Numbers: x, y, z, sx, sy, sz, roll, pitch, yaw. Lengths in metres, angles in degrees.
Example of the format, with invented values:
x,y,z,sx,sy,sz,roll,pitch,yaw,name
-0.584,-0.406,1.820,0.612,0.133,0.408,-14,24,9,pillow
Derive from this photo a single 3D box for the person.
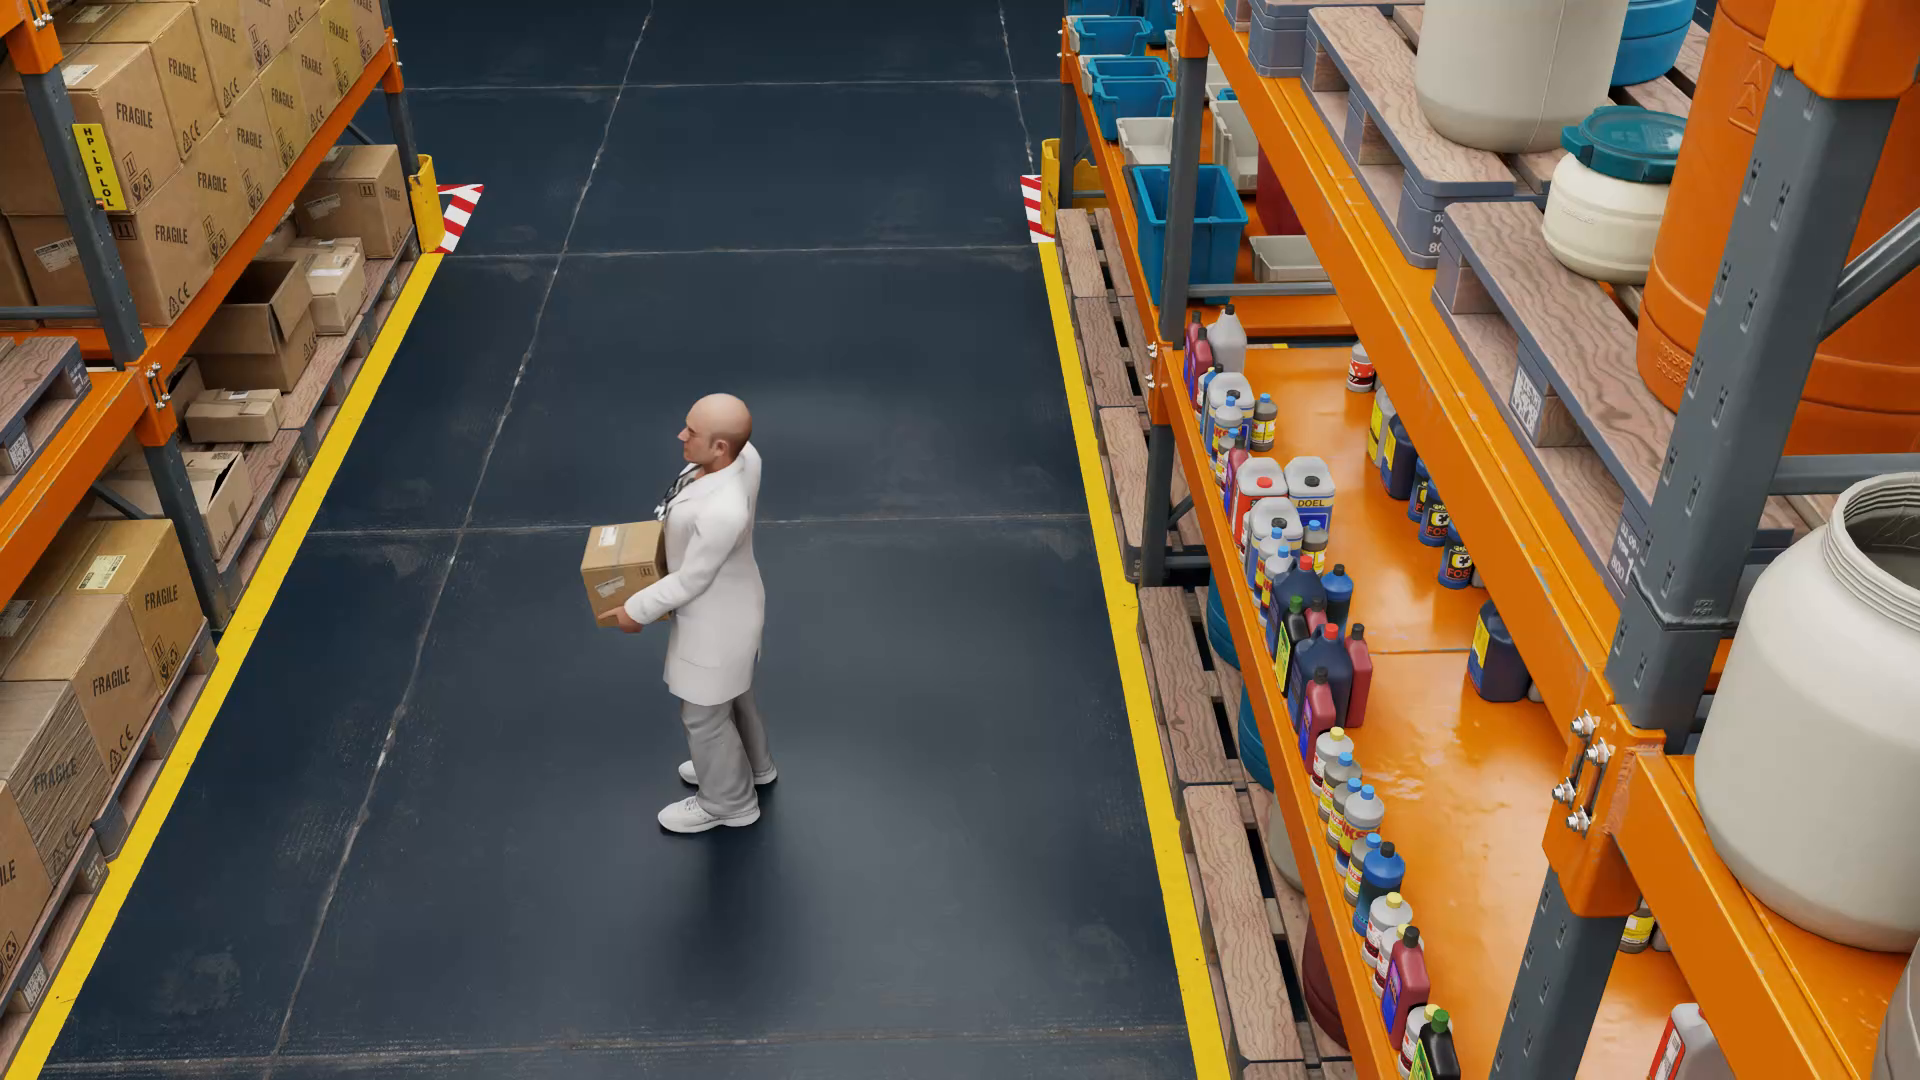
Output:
x,y,z,sx,sy,sz,roll,pitch,yaw,name
-0.944,0.267,5.779,0.563,1.770,0.529,-1,35,-1,person
